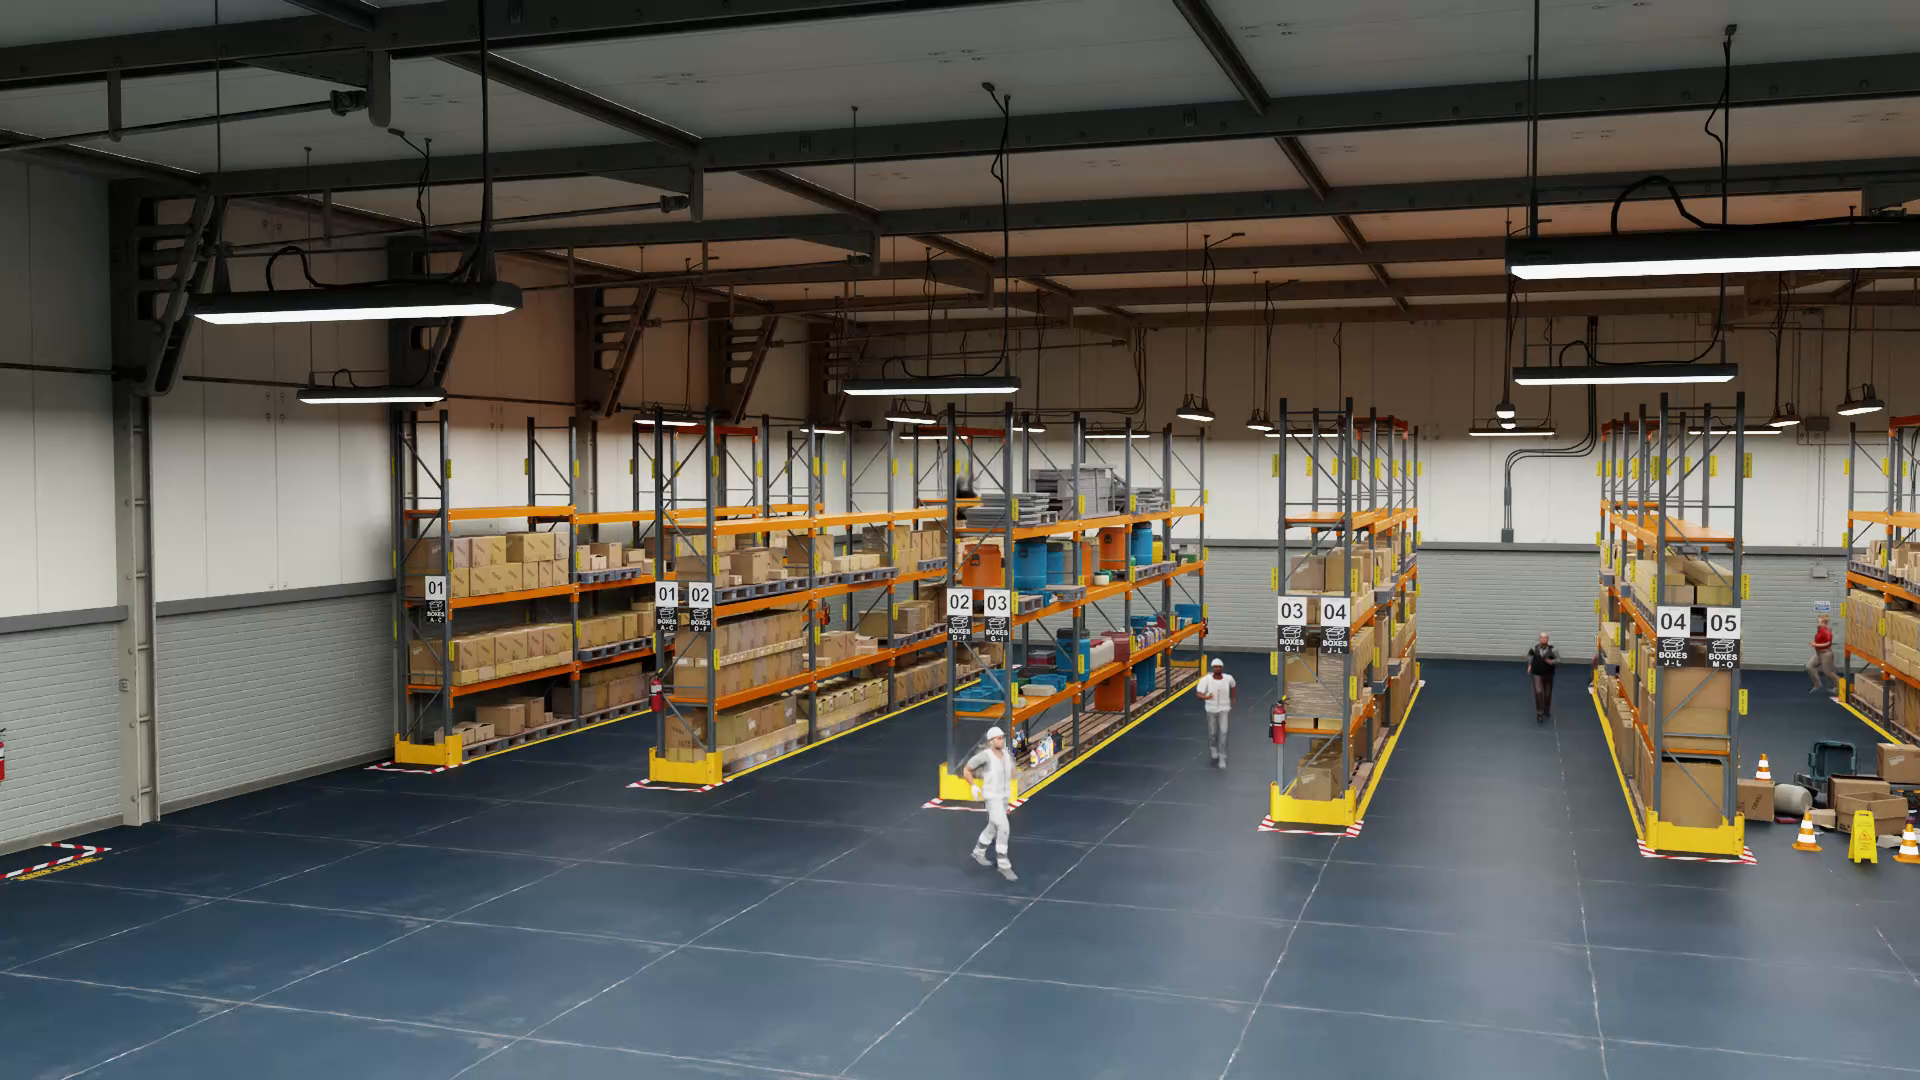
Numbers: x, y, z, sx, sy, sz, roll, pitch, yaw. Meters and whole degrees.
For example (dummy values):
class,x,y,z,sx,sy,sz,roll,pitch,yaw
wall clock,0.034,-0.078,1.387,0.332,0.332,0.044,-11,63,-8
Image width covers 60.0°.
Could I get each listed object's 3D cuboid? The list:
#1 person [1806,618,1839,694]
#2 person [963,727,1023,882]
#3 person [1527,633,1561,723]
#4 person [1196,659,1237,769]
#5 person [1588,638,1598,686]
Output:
class,x,y,z,sx,sy,sz,roll,pitch,yaw
person,19.182,2.584,36.835,0.777,1.741,0.671,0,2,6
person,0.429,3.214,20.451,0.840,1.833,0.653,2,3,40
person,11.573,2.698,32.970,0.645,1.728,0.953,1,3,20
person,4.333,2.894,28.068,0.684,1.796,0.933,0,2,7
person,14.858,2.569,38.071,0.746,1.700,0.629,0,2,3
